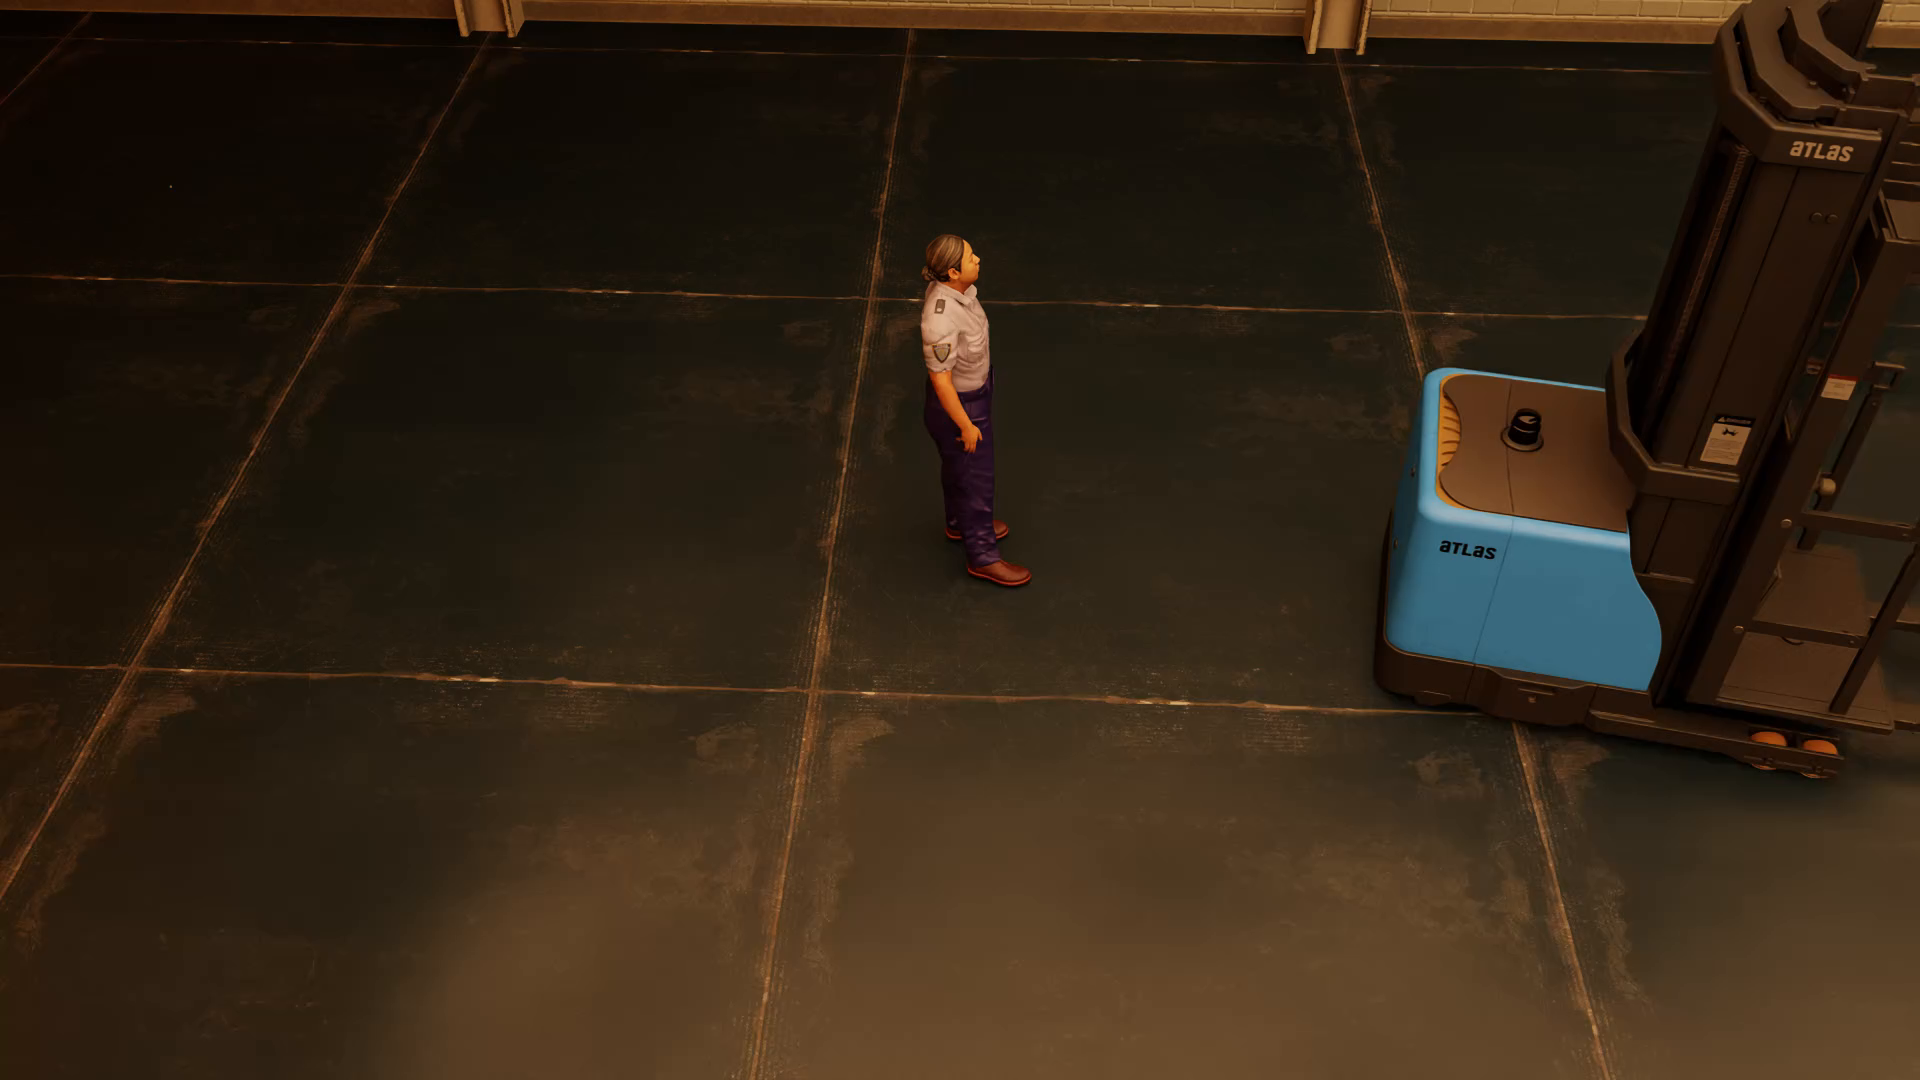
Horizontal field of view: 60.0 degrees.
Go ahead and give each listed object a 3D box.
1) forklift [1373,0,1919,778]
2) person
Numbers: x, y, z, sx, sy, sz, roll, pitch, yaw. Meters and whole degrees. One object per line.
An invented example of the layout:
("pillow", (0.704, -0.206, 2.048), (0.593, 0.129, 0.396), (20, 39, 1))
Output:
("forklift", (3.357, -0.499, 6.289), (3.031, 2.935, 1.130), (9, 43, 10))
("person", (0.088, -0.593, 7.339), (0.503, 1.642, 0.599), (2, 42, 2))
